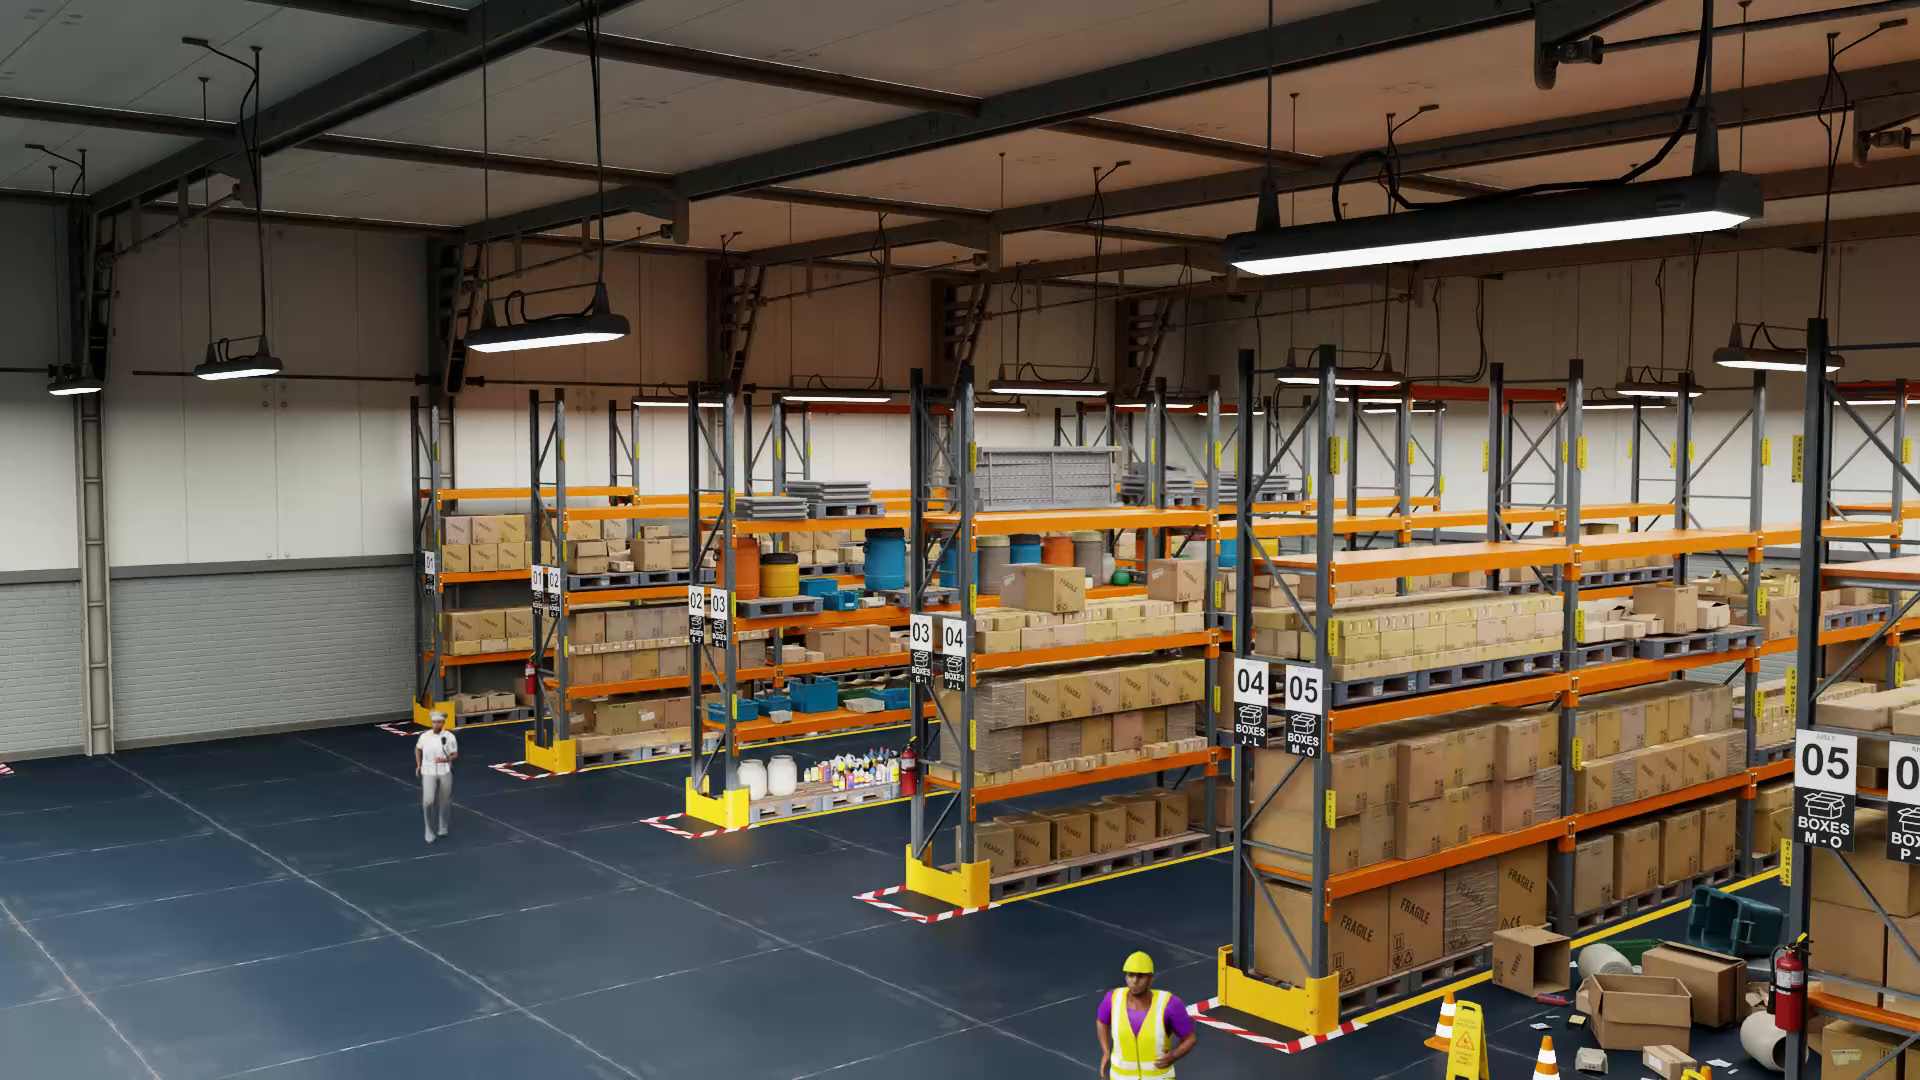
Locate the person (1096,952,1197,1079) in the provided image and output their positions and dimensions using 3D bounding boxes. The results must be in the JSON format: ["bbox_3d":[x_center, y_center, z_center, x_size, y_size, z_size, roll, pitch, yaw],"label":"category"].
[{"bbox_3d":[1.233,3.625,11.115,0.685,1.776,0.874,1,3,10],"label":"person"}]

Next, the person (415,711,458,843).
[{"bbox_3d":[-6.771,3.053,21.504,0.545,1.711,0.686,-1,3,-15],"label":"person"}]
